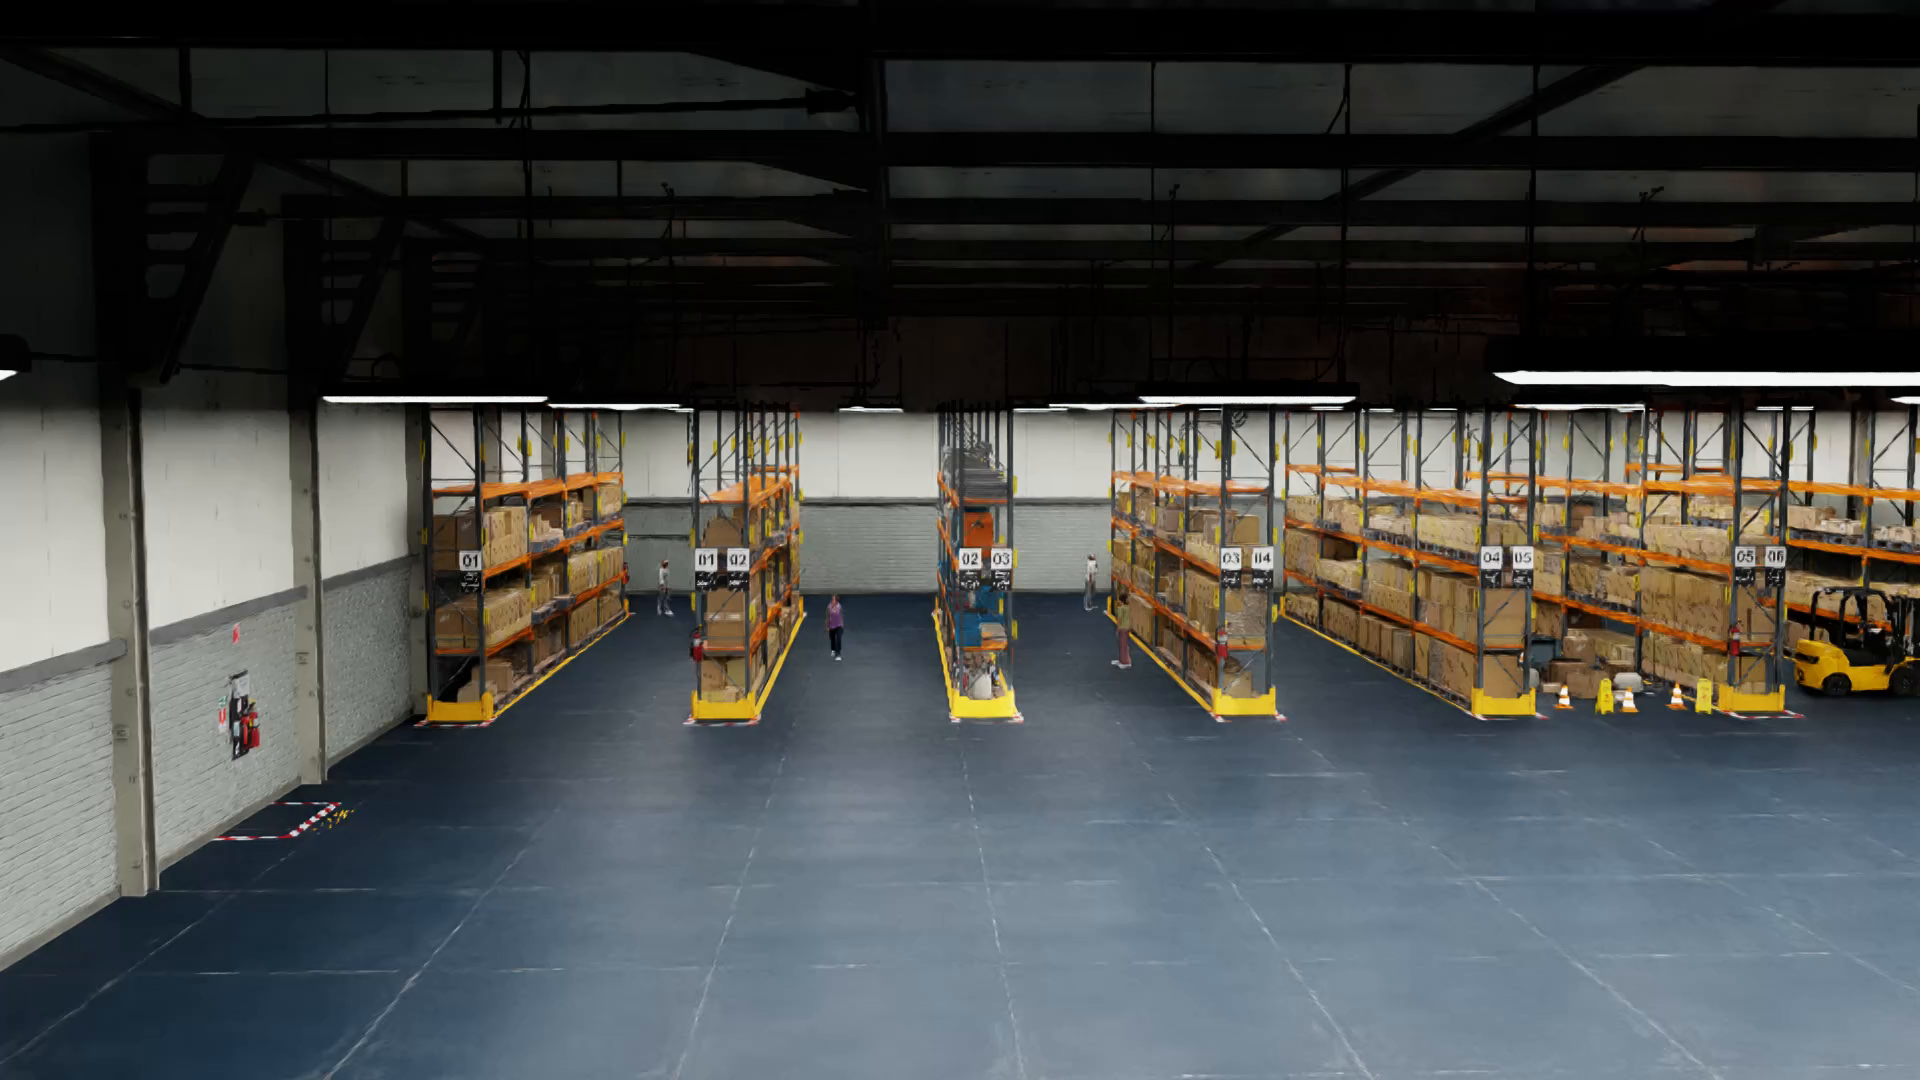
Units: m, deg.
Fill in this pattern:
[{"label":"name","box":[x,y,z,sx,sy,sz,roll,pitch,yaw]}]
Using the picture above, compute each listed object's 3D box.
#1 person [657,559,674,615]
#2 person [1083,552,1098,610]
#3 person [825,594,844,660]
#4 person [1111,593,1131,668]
[{"label":"person","box":[-8.415,1.328,47.274,0.393,1.599,0.507,1,5,17]},{"label":"person","box":[3.825,1.185,48.569,0.408,1.688,0.580,1,4,11]},{"label":"person","box":[-2.934,2.004,38.820,0.417,1.517,1.037,0,4,1]},{"label":"person","box":[3.644,2.022,37.547,0.569,1.668,0.560,2,5,29]}]
